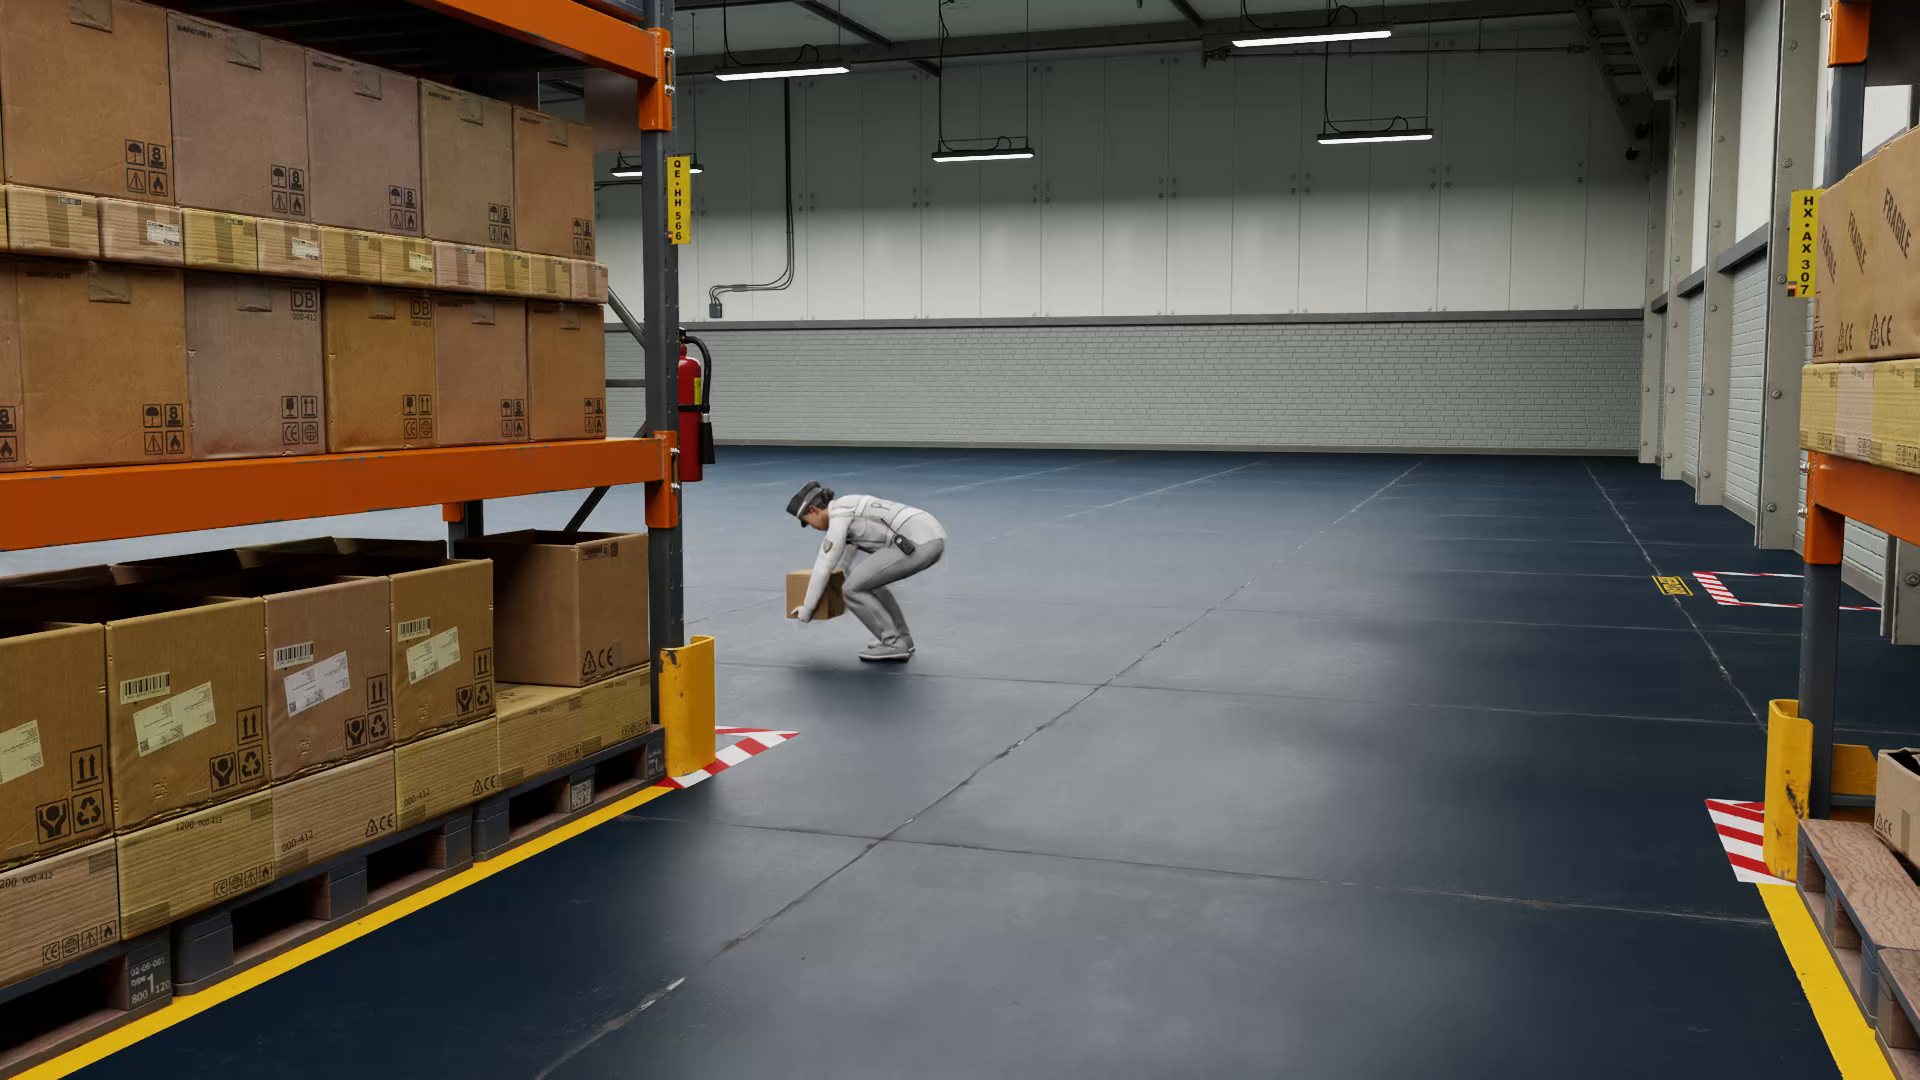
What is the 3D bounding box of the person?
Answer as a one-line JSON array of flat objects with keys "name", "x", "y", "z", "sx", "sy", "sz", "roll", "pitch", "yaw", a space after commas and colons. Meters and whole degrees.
[{"name": "person", "x": -0.530, "y": 0.160, "z": 9.241, "sx": 0.907, "sy": 0.982, "sz": 0.462, "roll": 2, "pitch": 6, "yaw": 16}]
